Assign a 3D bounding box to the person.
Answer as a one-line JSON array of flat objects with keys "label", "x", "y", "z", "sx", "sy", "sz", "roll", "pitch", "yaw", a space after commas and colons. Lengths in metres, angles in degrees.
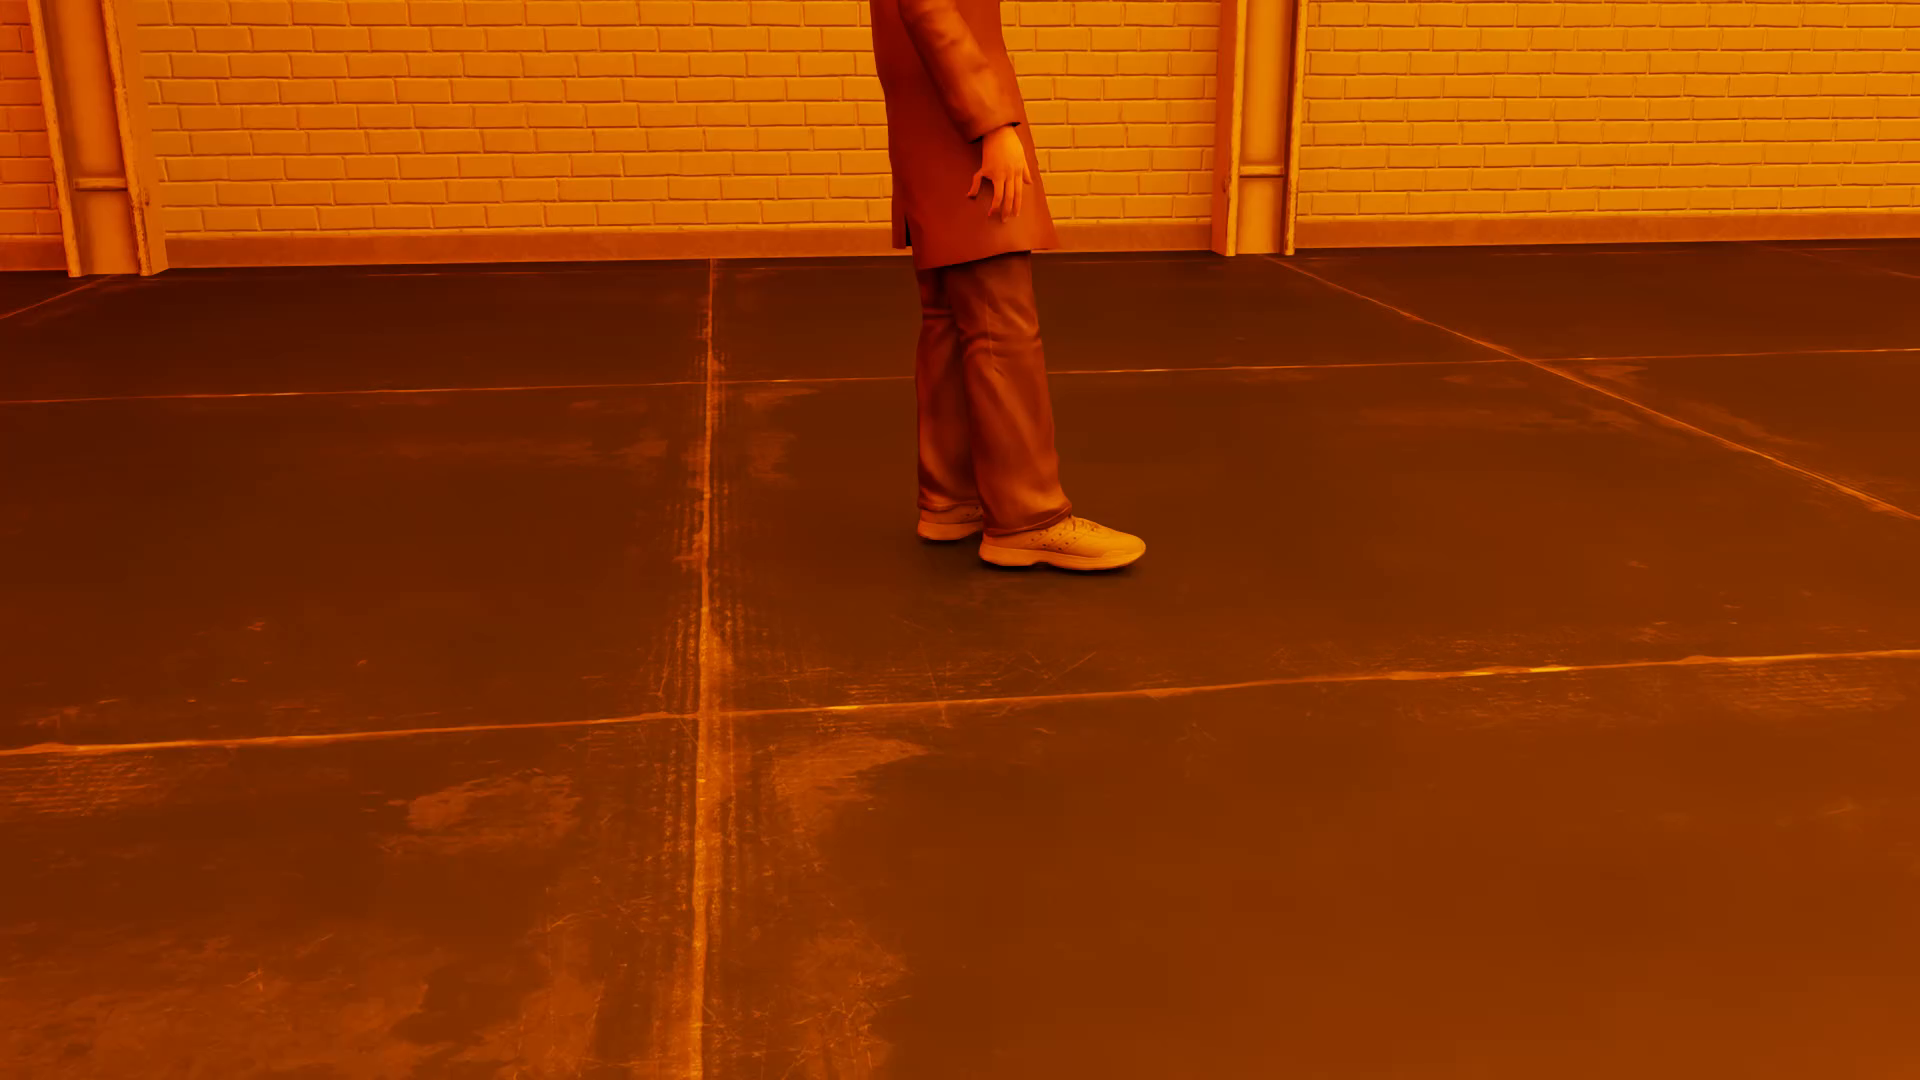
[{"label": "person", "x": 0.090, "y": -0.860, "z": 3.715, "sx": 0.582, "sy": 1.775, "sz": 0.696, "roll": -2, "pitch": 17, "yaw": -8}]
